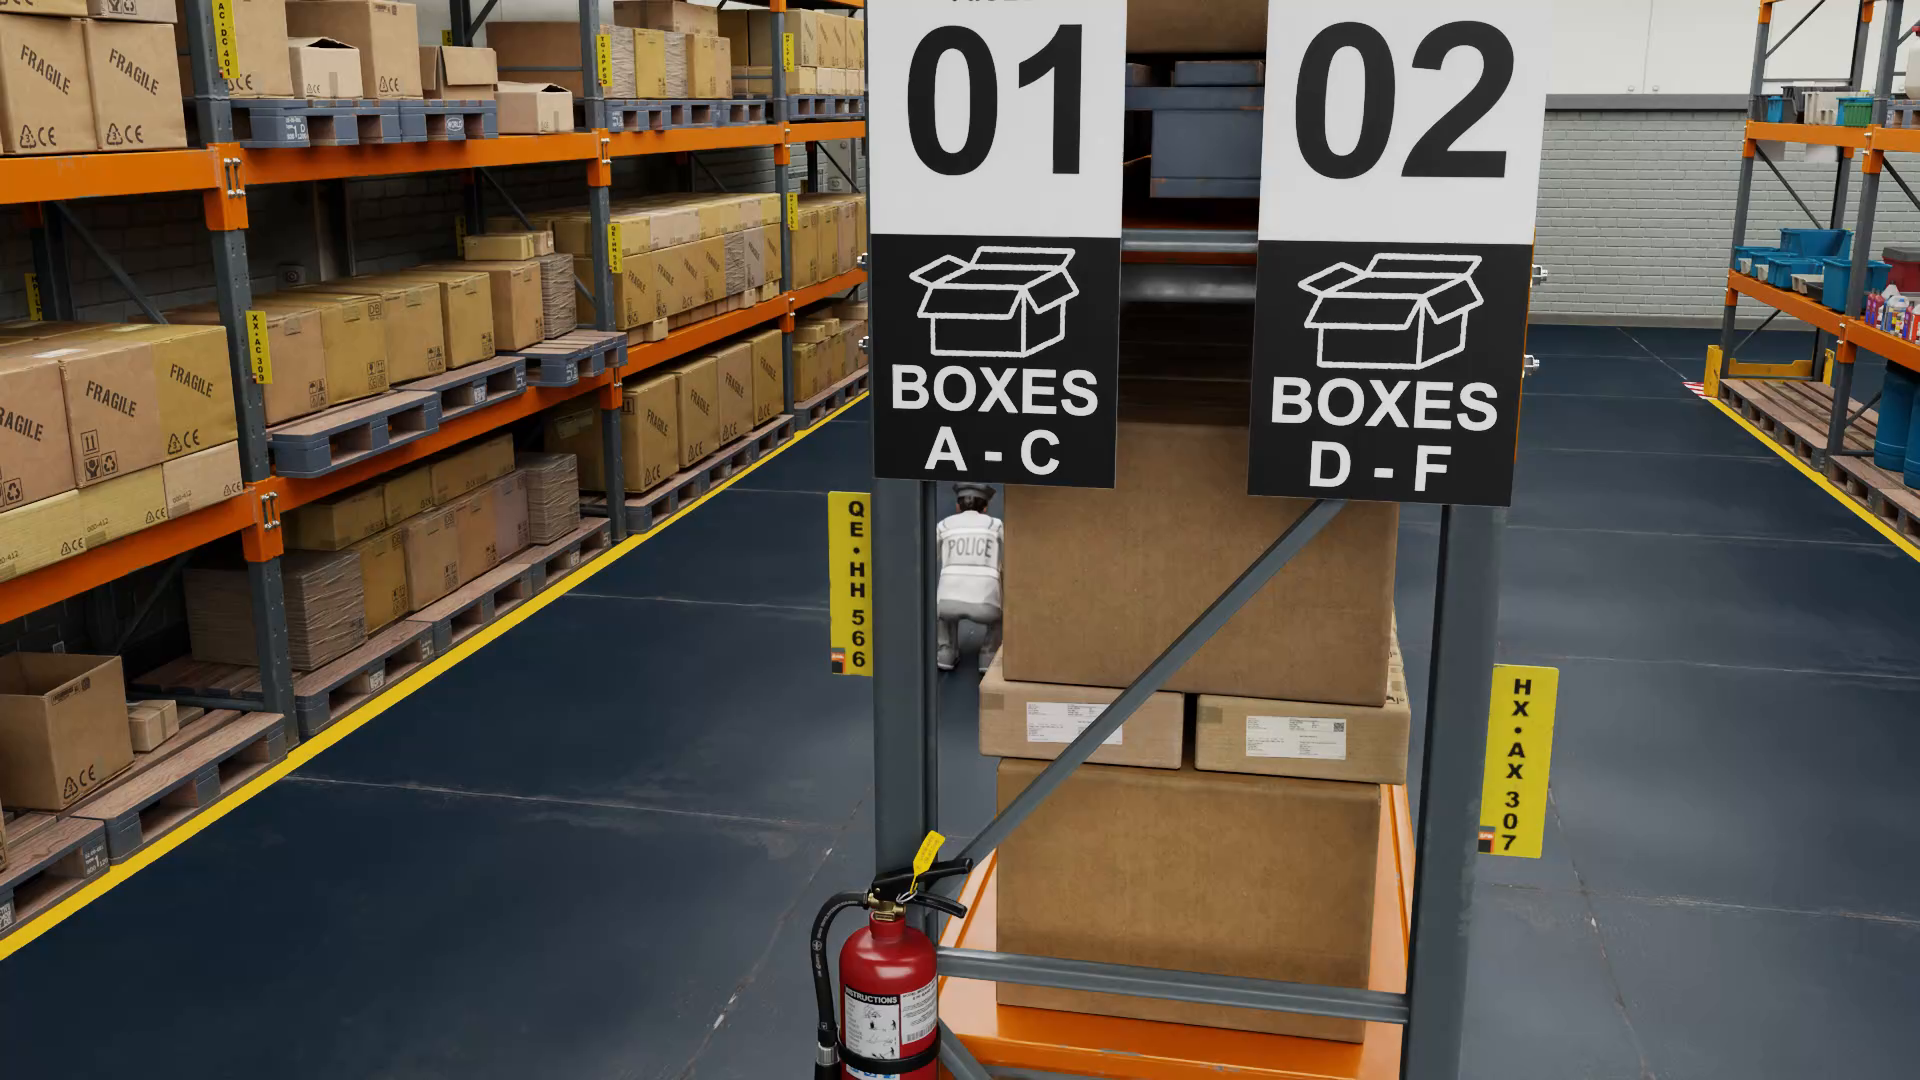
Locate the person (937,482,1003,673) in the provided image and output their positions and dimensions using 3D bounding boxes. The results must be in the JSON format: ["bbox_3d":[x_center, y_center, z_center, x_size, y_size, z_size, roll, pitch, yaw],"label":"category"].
[{"bbox_3d":[0.075,0.192,9.170,0.472,0.975,0.841,3,15,11],"label":"person"}]
